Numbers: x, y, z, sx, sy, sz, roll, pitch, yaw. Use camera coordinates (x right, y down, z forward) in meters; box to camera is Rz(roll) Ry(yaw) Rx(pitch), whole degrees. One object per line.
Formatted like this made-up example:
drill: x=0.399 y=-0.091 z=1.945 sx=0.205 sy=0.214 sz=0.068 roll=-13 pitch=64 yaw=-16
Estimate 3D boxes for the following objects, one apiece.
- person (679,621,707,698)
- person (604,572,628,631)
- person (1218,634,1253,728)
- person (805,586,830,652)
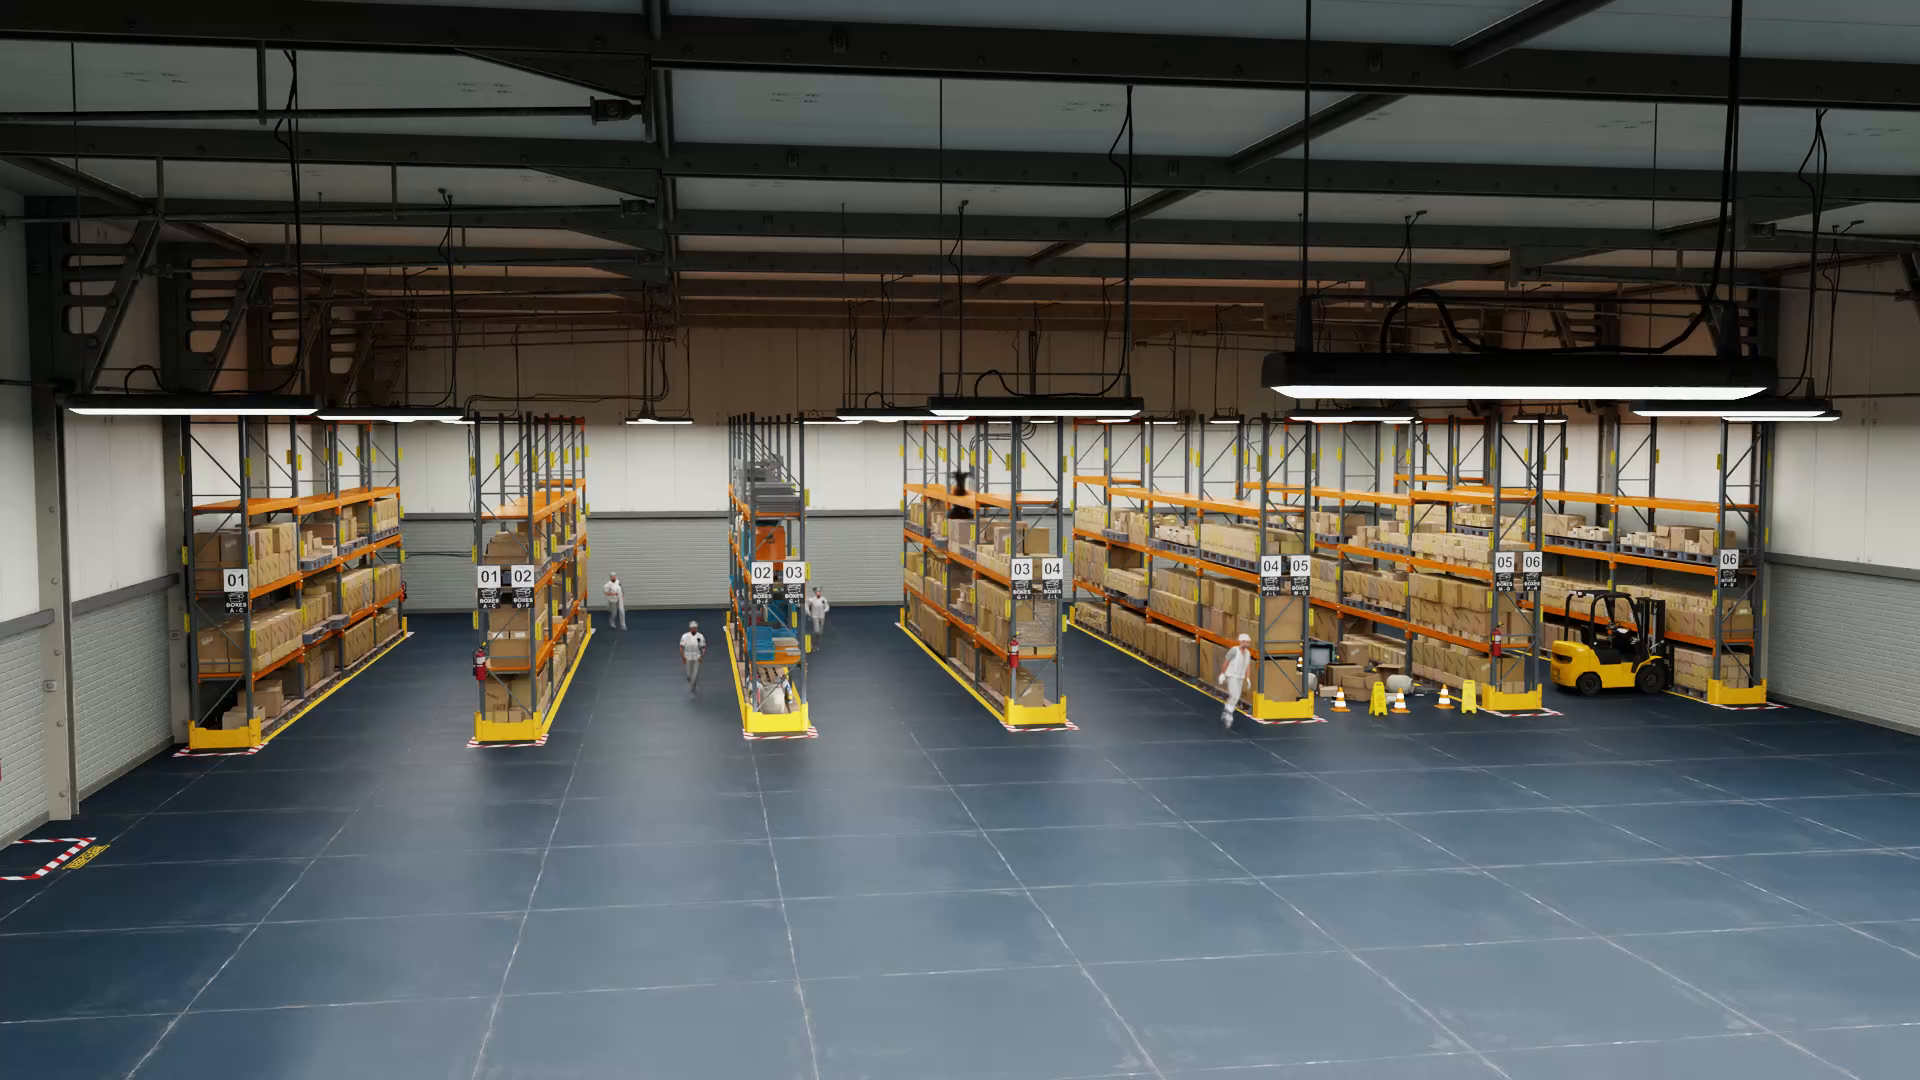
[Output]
person: x=-5.669 y=2.520 z=35.333 sx=0.571 sy=1.631 sz=0.532 roll=0 pitch=4 yaw=-4
person: x=-9.752 y=1.722 z=46.876 sx=0.633 sy=1.639 sz=0.895 roll=-3 pitch=5 yaw=-39
person: x=5.261 y=2.677 z=31.928 sx=0.658 sy=1.777 sz=0.608 roll=-3 pitch=5 yaw=-35
person: x=-3.609 y=2.002 z=42.295 sx=0.594 sy=1.677 sz=0.652 roll=-1 pitch=4 yaw=-20
